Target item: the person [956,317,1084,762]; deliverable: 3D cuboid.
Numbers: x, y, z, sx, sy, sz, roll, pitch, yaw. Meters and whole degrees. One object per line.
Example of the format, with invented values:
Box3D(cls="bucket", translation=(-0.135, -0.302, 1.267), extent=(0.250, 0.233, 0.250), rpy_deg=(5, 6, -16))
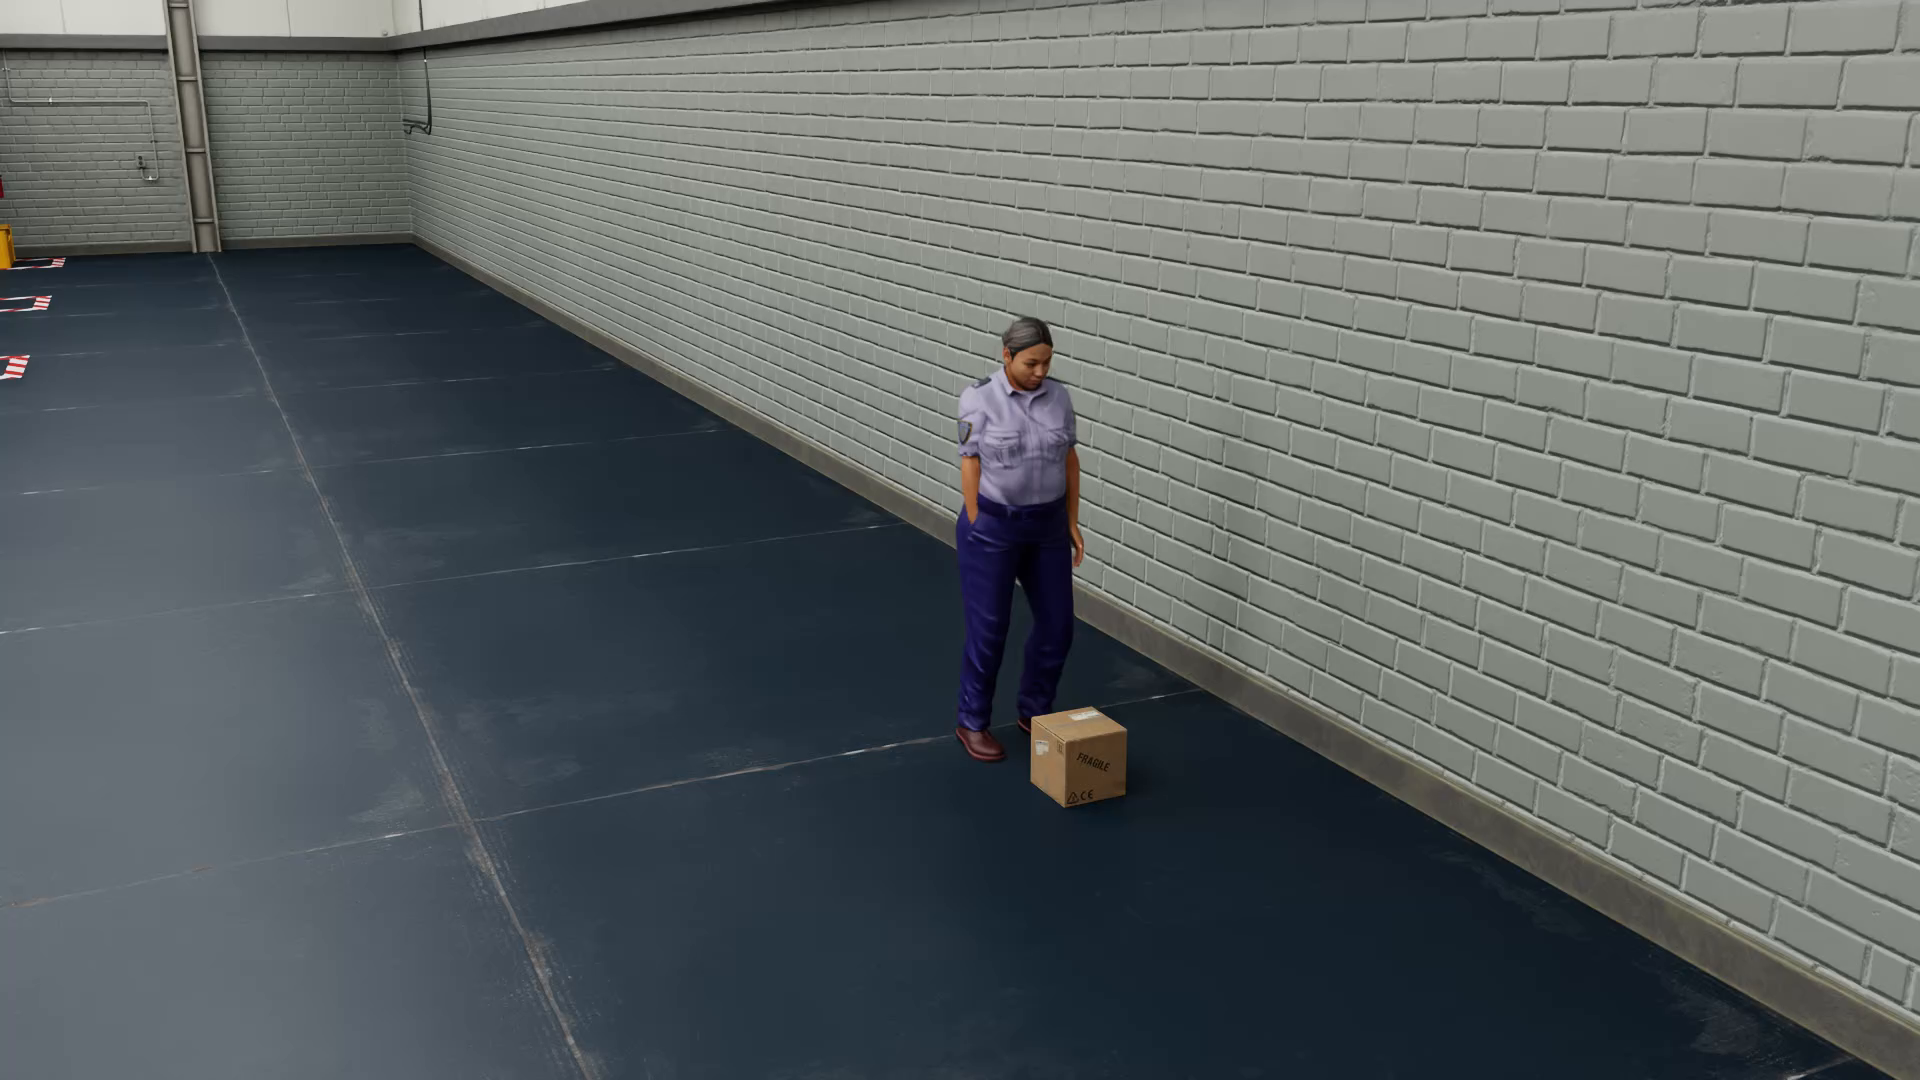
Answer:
Box3D(cls="person", translation=(0.220, -0.015, 6.153), extent=(0.480, 1.636, 0.336), rpy_deg=(-7, 17, -24))
